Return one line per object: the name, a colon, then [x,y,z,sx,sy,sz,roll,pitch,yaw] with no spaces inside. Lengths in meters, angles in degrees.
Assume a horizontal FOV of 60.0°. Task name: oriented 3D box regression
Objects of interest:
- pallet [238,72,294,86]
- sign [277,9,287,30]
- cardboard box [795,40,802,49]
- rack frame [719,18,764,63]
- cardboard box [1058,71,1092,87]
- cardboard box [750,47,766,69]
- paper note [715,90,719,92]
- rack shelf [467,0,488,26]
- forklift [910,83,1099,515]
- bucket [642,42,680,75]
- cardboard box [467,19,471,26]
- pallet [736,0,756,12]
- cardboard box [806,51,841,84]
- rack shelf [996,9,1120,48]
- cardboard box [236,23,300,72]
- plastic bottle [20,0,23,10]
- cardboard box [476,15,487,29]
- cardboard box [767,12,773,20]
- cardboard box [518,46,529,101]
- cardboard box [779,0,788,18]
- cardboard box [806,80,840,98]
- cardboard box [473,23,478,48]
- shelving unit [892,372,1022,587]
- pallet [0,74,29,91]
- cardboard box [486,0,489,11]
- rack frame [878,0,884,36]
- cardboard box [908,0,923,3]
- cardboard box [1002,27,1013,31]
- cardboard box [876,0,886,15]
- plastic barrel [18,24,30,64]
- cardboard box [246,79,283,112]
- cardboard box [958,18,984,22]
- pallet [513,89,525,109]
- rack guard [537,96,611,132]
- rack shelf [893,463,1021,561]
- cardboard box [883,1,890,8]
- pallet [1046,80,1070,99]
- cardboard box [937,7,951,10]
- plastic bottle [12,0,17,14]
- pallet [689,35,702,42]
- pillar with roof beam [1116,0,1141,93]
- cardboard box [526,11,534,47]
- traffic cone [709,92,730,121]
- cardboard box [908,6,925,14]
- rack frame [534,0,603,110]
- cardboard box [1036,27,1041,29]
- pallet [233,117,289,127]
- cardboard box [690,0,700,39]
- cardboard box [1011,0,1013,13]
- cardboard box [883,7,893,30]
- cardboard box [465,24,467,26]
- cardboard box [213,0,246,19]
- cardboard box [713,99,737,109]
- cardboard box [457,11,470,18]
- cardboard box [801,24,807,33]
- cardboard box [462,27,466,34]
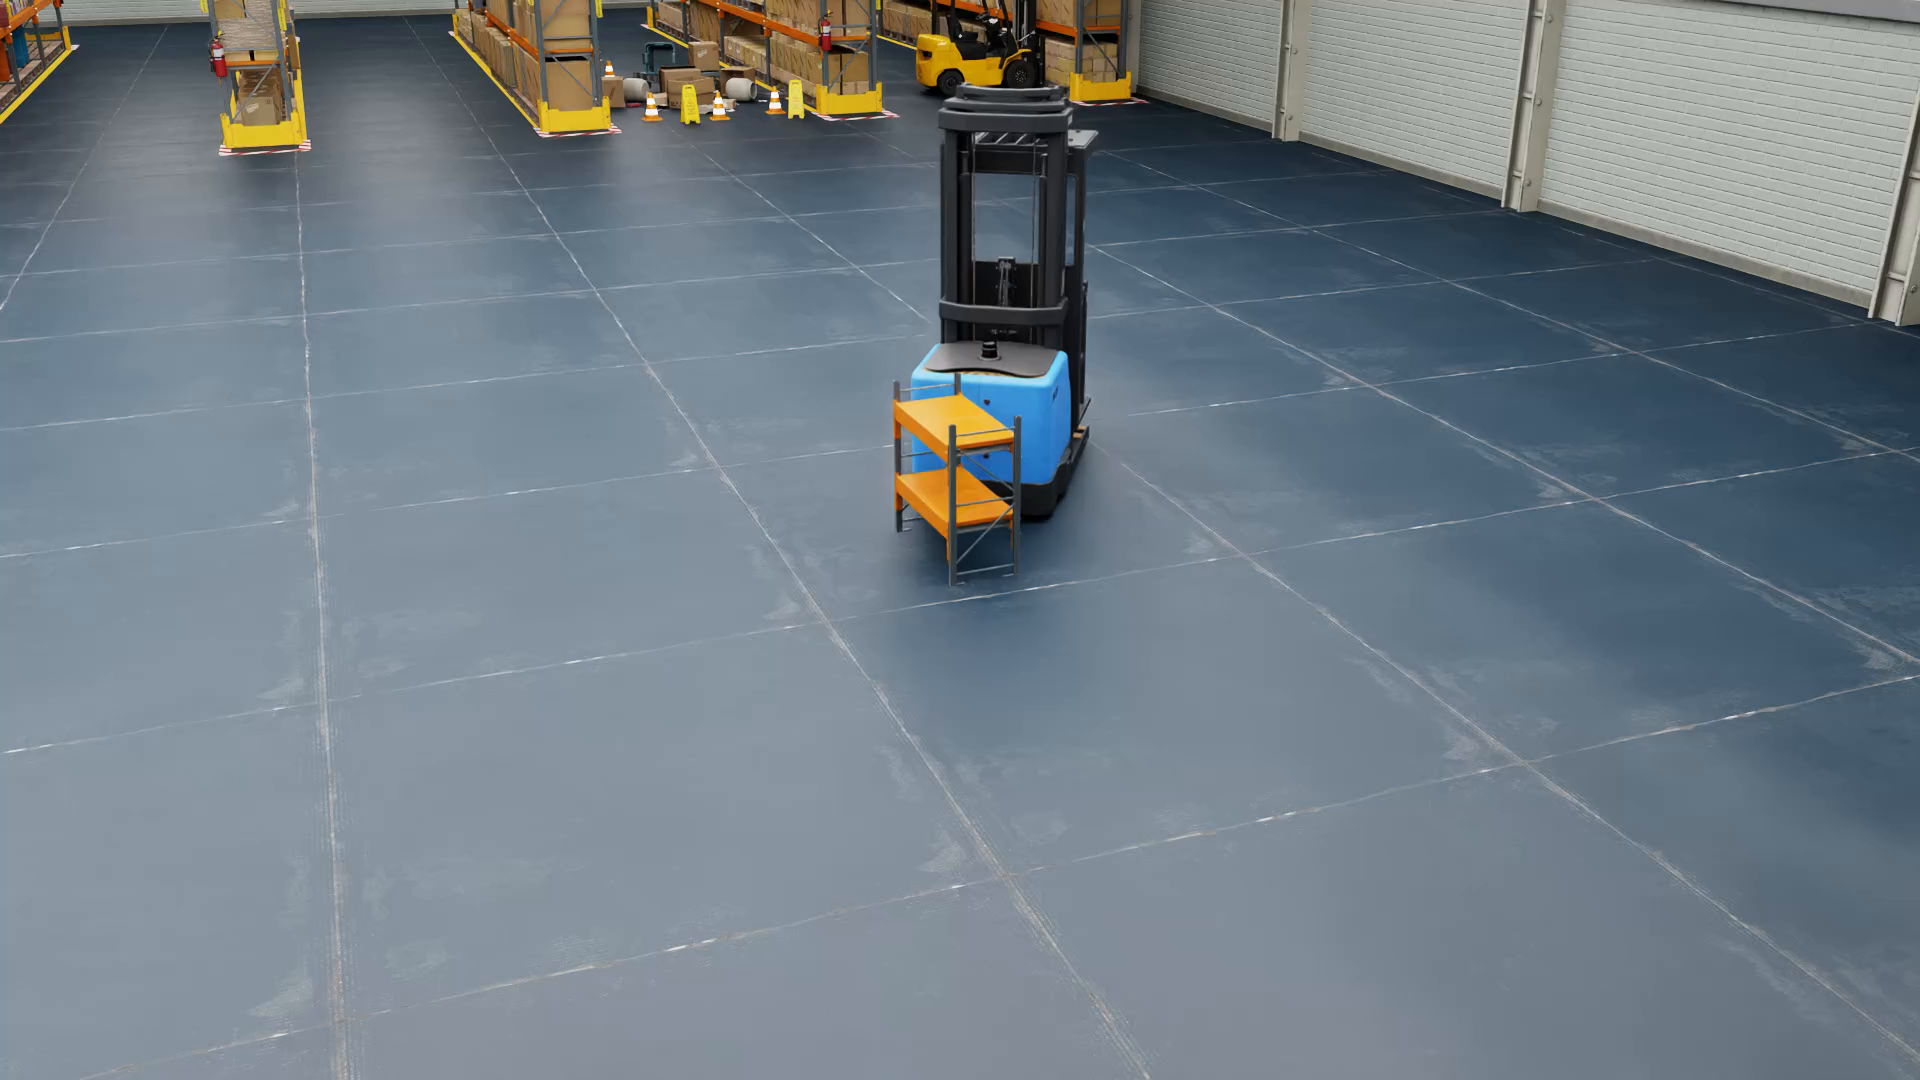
pallet: [-13.799,-9.107,33.085,1.003,0.211,1.213,-8,24,-19]
sign: [-10.740,-8.243,26.330,0.100,0.325,0.005,-8,24,-19]
cardboard box: [-2.873,-9.267,31.074,0.380,0.149,0.250,-7,24,-17]
rack frame: [-4.802,-12.036,36.444,1.000,3.000,0.127,-8,24,-19]
cardboard box: [2.205,-8.865,31.921,0.500,0.250,0.500,-8,24,-19]
cardboard box: [-3.834,-10.016,34.495,0.950,0.372,0.625,-7,24,-16]
paper note: [-4.798,-8.788,32.560,0.148,0.019,0.142,-8,24,-19]
rack shelf: [-10.104,-11.715,36.609,1.077,0.370,4.000,-8,24,-19]
forklift: [0.445,-2.070,12.888,1.130,2.935,3.031,5,23,11]
bucket: [-5.779,-9.325,32.271,0.726,0.611,0.620,0,13,-1]
cardboard box: [-11.402,-12.198,39.192,0.380,0.149,0.250,-9,24,-19]
pallet: [-4.065,-11.234,34.788,1.003,0.211,1.213,-8,24,-19]
cardboard box: [-2.503,-8.656,30.460,0.500,0.500,0.500,-8,24,-19]
rack shelf: [1.960,-10.207,33.030,1.077,0.370,4.000,-8,24,-19]
cardboard box: [-14.298,-10.144,34.151,1.225,0.875,0.875,-10,25,-21]
plastic bottle: [-19.489,-11.138,34.378,0.144,0.351,0.185,-8,24,-19]
cardboard box: [-10.430,-11.477,36.830,0.500,0.250,0.500,-7,24,-17]
cardboard box: [-3.578,-10.308,32.669,0.380,0.149,0.250,-8,24,-19]
cardboard box: [-7.506,-8.516,30.287,0.875,0.875,0.875,-8,24,-19]
cardboard box: [-3.130,-10.204,31.586,0.500,0.500,0.500,-9,24,-19]
cardboard box: [-2.522,-8.321,30.630,0.500,0.250,0.500,-8,24,-19]
cardboard box: [-10.798,-11.510,37.874,0.500,0.500,0.500,-7,24,-17]
shelving unit: [-0.033,-0.430,11.323,0.538,1.125,1.048,-9,25,-21]
pallet: [-19.024,-8.992,32.813,1.003,0.211,1.213,-8,24,-19]
cardboard box: [-9.491,-11.166,34.251,0.500,0.500,0.500,-8,24,-18]
rack frame: [-1.573,-14.172,41.511,1.000,3.000,0.127,-8,24,-19]
cardboard box: [-1.075,-13.323,41.341,0.380,0.149,0.250,-8,24,-19]
cardboard box: [1.130,-10.433,34.354,0.500,0.250,0.500,-9,24,-20]
cardboard box: [-2.226,-13.738,43.161,0.700,0.500,0.500,-9,25,-21]
plastic barrel: [-19.944,-10.477,34.905,0.600,0.901,0.708,-8,24,-19]
cardboard box: [-12.054,-7.692,28.815,0.500,0.500,0.500,-11,25,-24]
cardboard box: [0.286,-11.353,37.340,0.875,0.625,0.625,-8,24,-17]
pallet: [-7.789,-8.295,31.158,1.003,0.211,1.213,-8,24,-19]
rack guard: [-6.563,-7.253,28.314,1.175,0.500,0.348,-8,24,-19]
rack shelf: [-0.033,-0.205,11.418,0.538,0.278,1.000,-9,25,-21]
cardboard box: [-1.695,-13.345,41.393,0.380,0.149,0.250,-7,24,-16]
pallet: [2.357,-8.799,32.354,1.003,0.211,1.213,-8,24,-19]
cardboard box: [-0.431,-12.670,39.792,0.380,0.149,0.250,-9,24,-20]
plastic bottle: [-19.117,-10.770,33.592,0.061,0.283,0.133,-8,24,-19]
pallet: [-5.872,-11.934,39.793,1.003,0.211,1.213,-8,24,-19]
pillar with roof beam: [-0.764,-12.362,29.494,9.100,9.000,0.400,-8,24,-19]
cardboard box: [-6.960,-8.808,28.592,0.875,0.550,0.550,-8,24,-19]
traffic cone: [-4.253,-7.663,29.336,0.336,0.463,0.334,-8,24,-19]
cardboard box: [-1.014,-12.689,39.837,0.380,0.149,0.250,-10,25,-22]
rack frame: [-6.571,-8.413,27.849,1.000,3.000,0.127,-8,24,-19]
cardboard box: [1.608,-10.500,34.512,0.500,0.250,0.500,-8,24,-18]
pallet: [-11.528,-6.812,27.640,1.003,0.211,1.213,-8,24,-19]
cardboard box: [-5.921,-12.489,39.715,0.875,0.875,0.875,-8,24,-17]
cardboard box: [1.365,-10.927,33.684,0.500,0.500,0.500,-8,24,-18]
cardboard box: [-1.613,-13.007,41.425,0.500,0.500,0.500,-7,24,-17]
cardboard box: [-11.894,-12.643,40.630,0.380,0.149,0.250,-10,25,-22]
cardboard box: [-11.673,-8.579,26.444,0.500,0.500,0.500,-8,24,-19]
cardboard box: [-4.329,-8.014,30.573,0.380,0.149,0.250,4,23,9]
cardboard box: [-12.177,-12.951,40.979,0.380,0.149,0.250,-8,24,-19]
cardboard box: [-2.691,-9.382,30.471,0.380,0.149,0.250,-8,24,-18]
cardboard box: [-11.901,-12.409,40.460,0.380,0.149,0.250,-10,25,-22]
